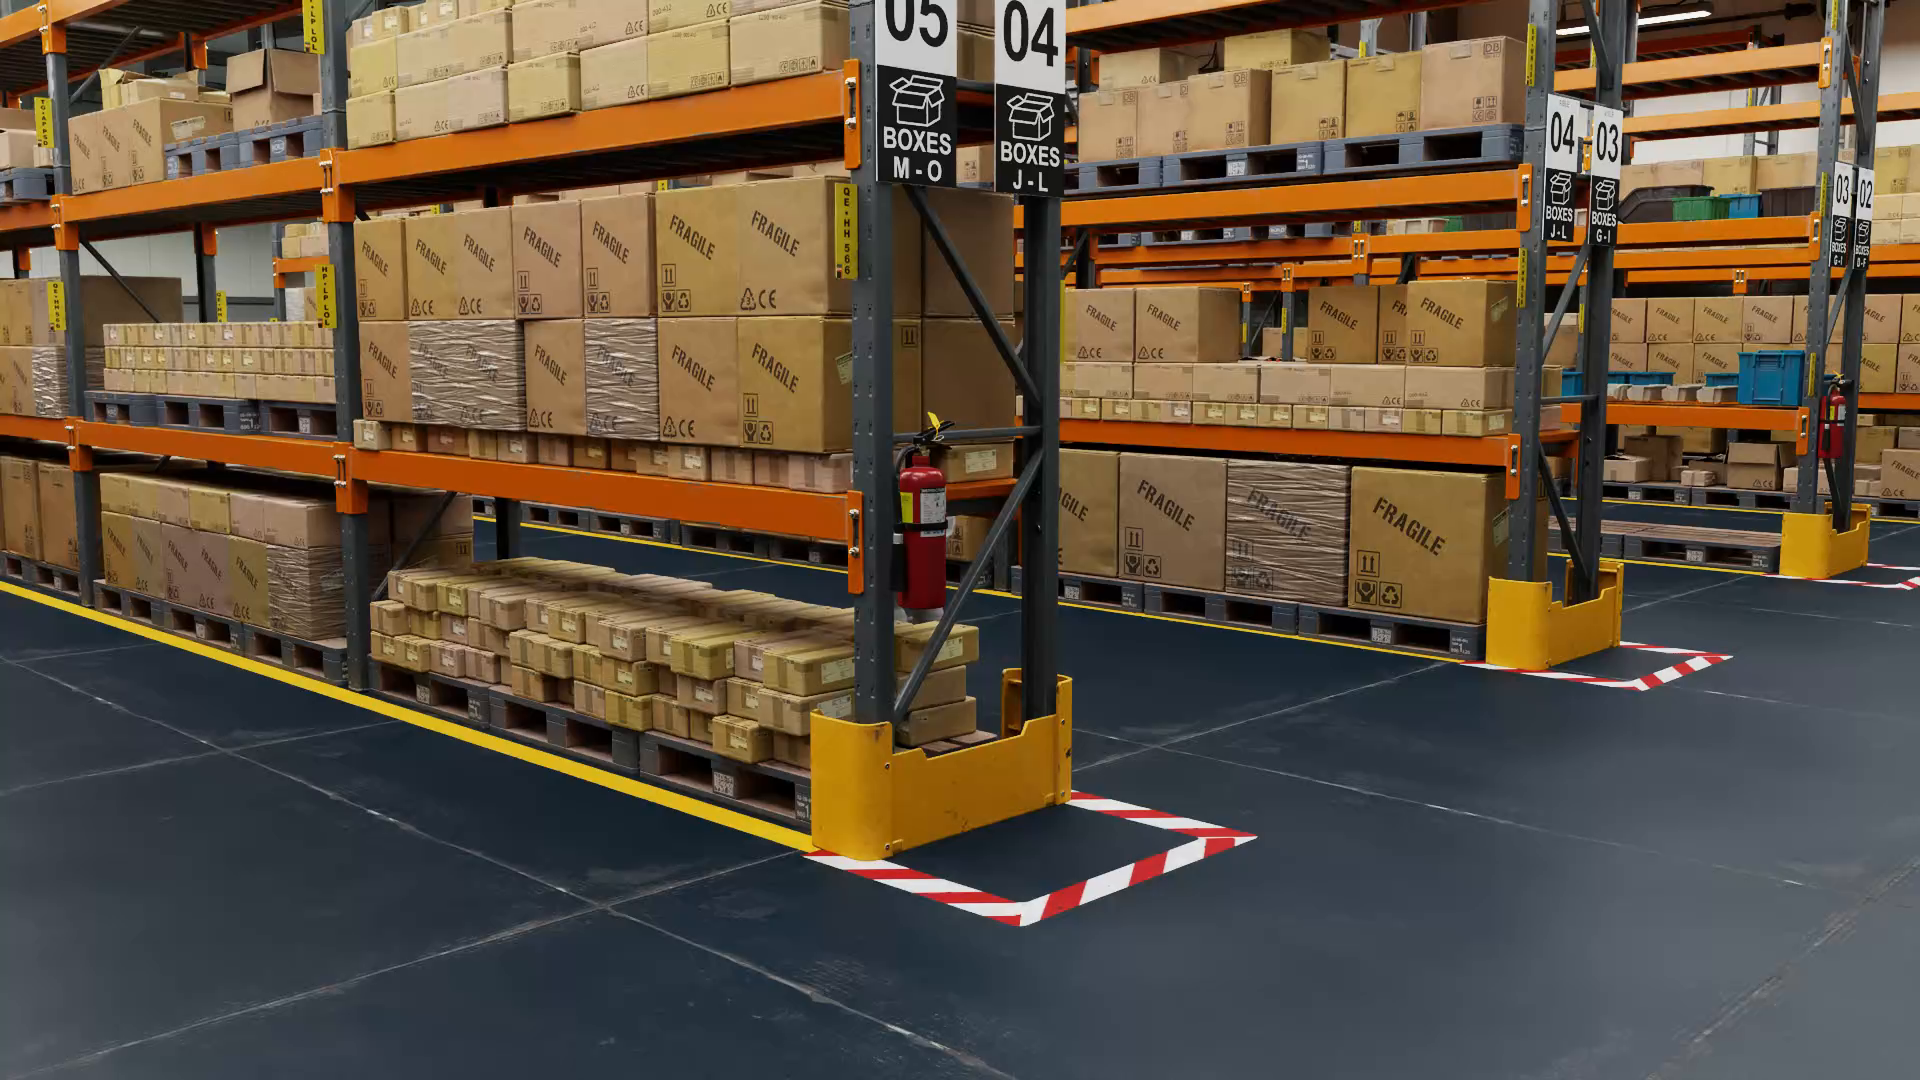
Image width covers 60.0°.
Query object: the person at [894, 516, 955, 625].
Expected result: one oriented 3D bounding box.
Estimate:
[{"bbox_3d":[-0.264,-0.048,8.610,0.435,1.748,0.587,6,9,42],"label":"person"}]
